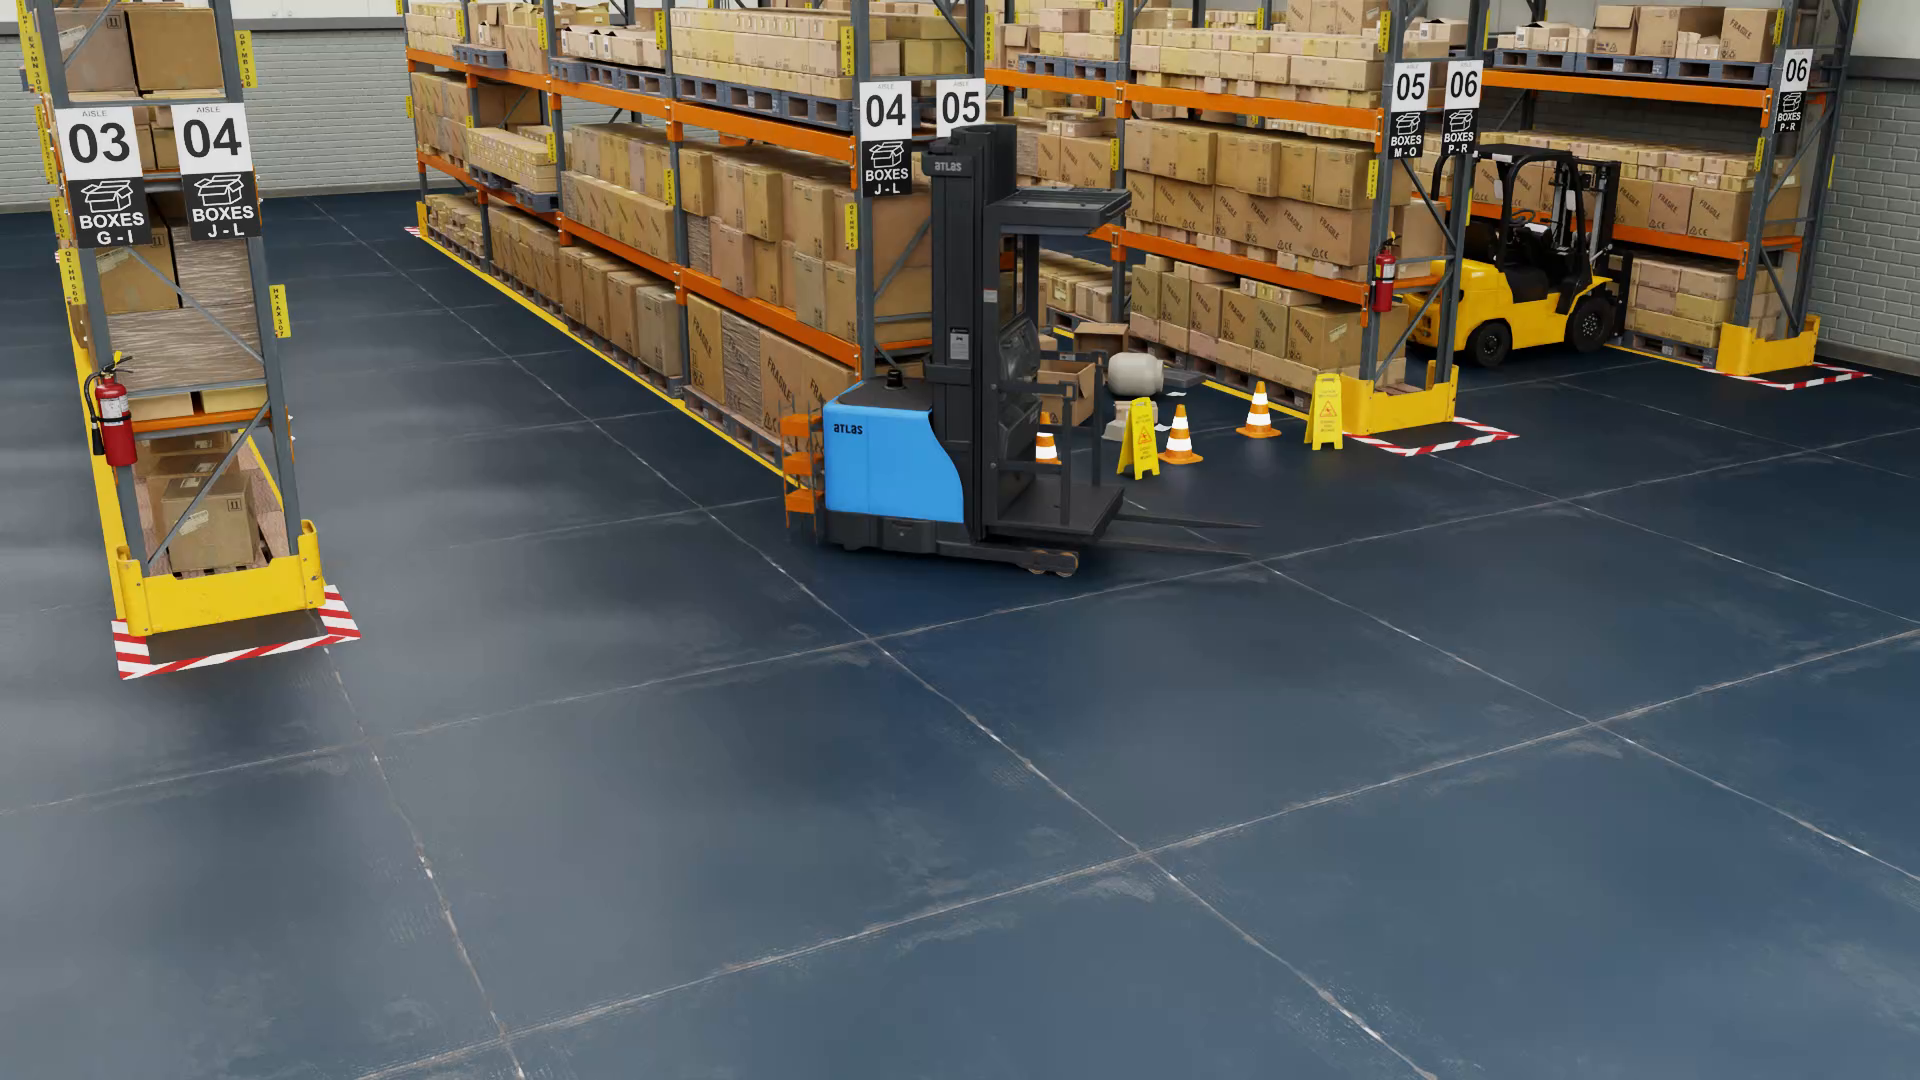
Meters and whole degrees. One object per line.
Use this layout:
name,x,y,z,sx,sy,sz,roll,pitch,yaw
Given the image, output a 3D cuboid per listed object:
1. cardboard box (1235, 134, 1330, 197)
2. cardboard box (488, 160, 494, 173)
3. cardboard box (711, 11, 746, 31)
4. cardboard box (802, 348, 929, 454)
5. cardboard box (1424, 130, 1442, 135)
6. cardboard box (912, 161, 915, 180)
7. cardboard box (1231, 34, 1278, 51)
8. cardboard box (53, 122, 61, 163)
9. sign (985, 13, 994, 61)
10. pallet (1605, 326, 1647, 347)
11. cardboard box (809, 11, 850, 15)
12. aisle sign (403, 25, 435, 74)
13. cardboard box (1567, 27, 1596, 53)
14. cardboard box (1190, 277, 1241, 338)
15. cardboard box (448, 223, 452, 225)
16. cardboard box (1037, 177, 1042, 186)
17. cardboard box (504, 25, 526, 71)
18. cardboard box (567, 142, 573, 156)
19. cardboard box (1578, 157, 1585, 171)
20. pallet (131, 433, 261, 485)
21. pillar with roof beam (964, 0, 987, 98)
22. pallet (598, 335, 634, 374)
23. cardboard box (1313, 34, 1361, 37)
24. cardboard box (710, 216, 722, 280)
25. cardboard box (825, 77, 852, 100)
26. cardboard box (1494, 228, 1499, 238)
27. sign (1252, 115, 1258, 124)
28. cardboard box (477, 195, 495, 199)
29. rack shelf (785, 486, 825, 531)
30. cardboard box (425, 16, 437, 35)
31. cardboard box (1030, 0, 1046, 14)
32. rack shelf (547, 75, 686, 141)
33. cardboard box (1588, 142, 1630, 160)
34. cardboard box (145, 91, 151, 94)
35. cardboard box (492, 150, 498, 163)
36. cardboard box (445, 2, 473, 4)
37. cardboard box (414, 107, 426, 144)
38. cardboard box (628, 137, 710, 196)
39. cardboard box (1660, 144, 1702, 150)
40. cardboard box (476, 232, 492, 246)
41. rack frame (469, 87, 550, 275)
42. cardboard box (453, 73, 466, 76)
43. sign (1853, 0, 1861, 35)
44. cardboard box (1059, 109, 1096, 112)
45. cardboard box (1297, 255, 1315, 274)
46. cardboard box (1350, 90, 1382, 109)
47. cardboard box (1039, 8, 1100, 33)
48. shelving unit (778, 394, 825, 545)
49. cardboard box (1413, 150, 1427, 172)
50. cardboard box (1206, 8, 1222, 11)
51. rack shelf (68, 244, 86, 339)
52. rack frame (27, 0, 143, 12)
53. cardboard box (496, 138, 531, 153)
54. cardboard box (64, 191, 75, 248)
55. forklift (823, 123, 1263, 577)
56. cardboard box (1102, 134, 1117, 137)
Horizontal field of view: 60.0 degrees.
cardboard box,3.018,-3.510,15.563,0.700,0.500,0.500,-10,22,-27
cardboard box,-5.714,-4.708,20.918,0.380,0.149,0.250,-11,22,-29
cardboard box,-1.829,-4.285,13.717,0.380,0.149,0.250,-10,21,-26
cardboard box,-0.669,-1.042,13.168,0.875,0.875,0.875,-10,21,-26
cardboard box,6.074,-5.168,21.363,0.380,0.149,0.250,-10,21,-27
cardboard box,-0.505,-4.935,22.063,0.500,0.250,0.500,-10,21,-26
cardboard box,2.793,-4.710,15.746,0.380,0.149,0.250,-10,21,-26
cardboard box,-5.395,-2.514,10.449,0.500,0.250,0.500,-10,21,-26
sign,0.202,-3.617,11.954,0.100,0.325,0.005,-10,21,-27
pallet,7.410,-2.474,18.978,1.003,0.211,1.213,-10,21,-27
cardboard box,-1.013,-4.243,13.595,0.380,0.149,0.250,-10,21,-26
aisle sign,-8.186,-7.460,25.168,0.394,0.787,0.004,-10,21,-27
cardboard box,6.924,-5.505,18.297,0.396,0.266,0.258,-11,22,-28
cardboard box,2.671,-2.349,16.762,0.500,0.500,0.500,-9,21,-24
cardboard box,-7.370,-4.626,24.667,0.380,0.149,0.250,-10,21,-27
cardboard box,1.126,-4.179,19.386,0.380,0.149,0.250,-11,22,-29
cardboard box,-5.066,-5.836,19.694,0.500,0.500,0.500,-10,21,-27
cardboard box,-4.505,-4.708,20.006,0.380,0.149,0.250,-11,22,-29
cardboard box,6.989,-4.228,18.637,0.380,0.149,0.250,-11,22,-28
pallet,-6.252,-0.567,13.452,1.003,0.211,1.213,-10,21,-27
pillar with roof beam,-3.488,-10.905,29.940,9.100,9.000,0.400,-10,21,-27
pallet,-3.205,-2.055,17.762,1.003,0.211,1.213,-10,21,-27
cardboard box,3.524,-4.648,15.568,0.380,0.149,0.250,-9,21,-25
cardboard box,-1.722,-2.625,14.909,0.875,0.550,0.550,-10,21,-27
cardboard box,-0.745,-3.252,11.946,0.380,0.149,0.250,-10,21,-27
cardboard box,6.440,-3.562,19.894,0.500,0.250,0.500,-10,22,-27
sign,4.114,-5.949,23.120,0.100,0.325,0.005,-10,21,-27
cardboard box,-7.109,-5.141,25.245,0.380,0.149,0.250,-11,22,-28
rack shelf,-1.105,-0.230,12.058,0.240,0.259,0.215,7,20,26
cardboard box,-7.188,-7.233,23.358,0.500,0.250,0.500,-11,22,-29
cardboard box,1.504,-8.945,27.863,0.500,0.250,0.500,-9,21,-25
rack shelf,-3.138,-4.464,16.975,1.077,0.370,4.000,-10,21,-27
cardboard box,7.192,-4.309,18.415,0.380,0.149,0.250,-10,21,-26
cardboard box,-5.217,-2.954,11.113,0.380,0.149,0.250,-11,22,-29
cardboard box,-5.578,-4.769,20.639,0.380,0.149,0.250,-10,22,-28
cardboard box,-7.421,-7.896,24.670,0.380,0.149,0.250,-10,21,-26
cardboard box,-7.917,-6.273,25.103,0.500,0.500,0.500,-9,21,-24
cardboard box,-2.915,-3.766,16.761,0.700,0.500,0.500,-10,21,-26
cardboard box,7.892,-4.243,18.226,0.380,0.149,0.250,-11,22,-28
cardboard box,-6.417,-4.141,22.805,0.380,0.149,0.250,-10,21,-26
rack frame,-5.988,-5.109,22.338,1.000,3.000,0.127,-10,21,-27
cardboard box,-7.210,-6.679,24.747,0.500,0.500,0.500,-11,22,-28
sign,8.877,-5.182,16.492,0.100,0.325,0.005,-10,21,-27
cardboard box,1.980,-6.994,27.576,0.500,0.250,0.500,-10,21,-26
cardboard box,3.332,-2.548,15.301,0.380,0.149,0.250,-10,22,-28
cardboard box,3.603,-3.818,14.384,0.380,0.149,0.250,-10,21,-26
cardboard box,1.228,-5.826,18.638,0.500,0.250,0.500,-10,21,-26
shelving unit,-1.114,-0.505,11.969,0.252,1.050,0.215,7,20,26
cardboard box,5.777,-4.791,20.881,0.500,0.250,0.500,-11,22,-28
cardboard box,3.687,-7.854,24.826,0.380,0.149,0.250,-9,21,-25
rack shelf,-7.552,-2.307,15.321,1.077,0.370,4.000,-10,21,-27
rack frame,-8.501,-6.057,15.889,1.000,3.000,0.127,-10,21,-27
cardboard box,-5.459,-4.838,20.381,0.380,0.149,0.250,-9,21,-25
cardboard box,-6.136,-2.278,11.992,0.500,0.500,0.500,-10,21,-27
forklift,0.601,-1.326,11.481,3.031,2.935,1.130,6,20,16
cardboard box,1.911,-4.317,18.791,0.500,0.500,0.500,-10,21,-26
